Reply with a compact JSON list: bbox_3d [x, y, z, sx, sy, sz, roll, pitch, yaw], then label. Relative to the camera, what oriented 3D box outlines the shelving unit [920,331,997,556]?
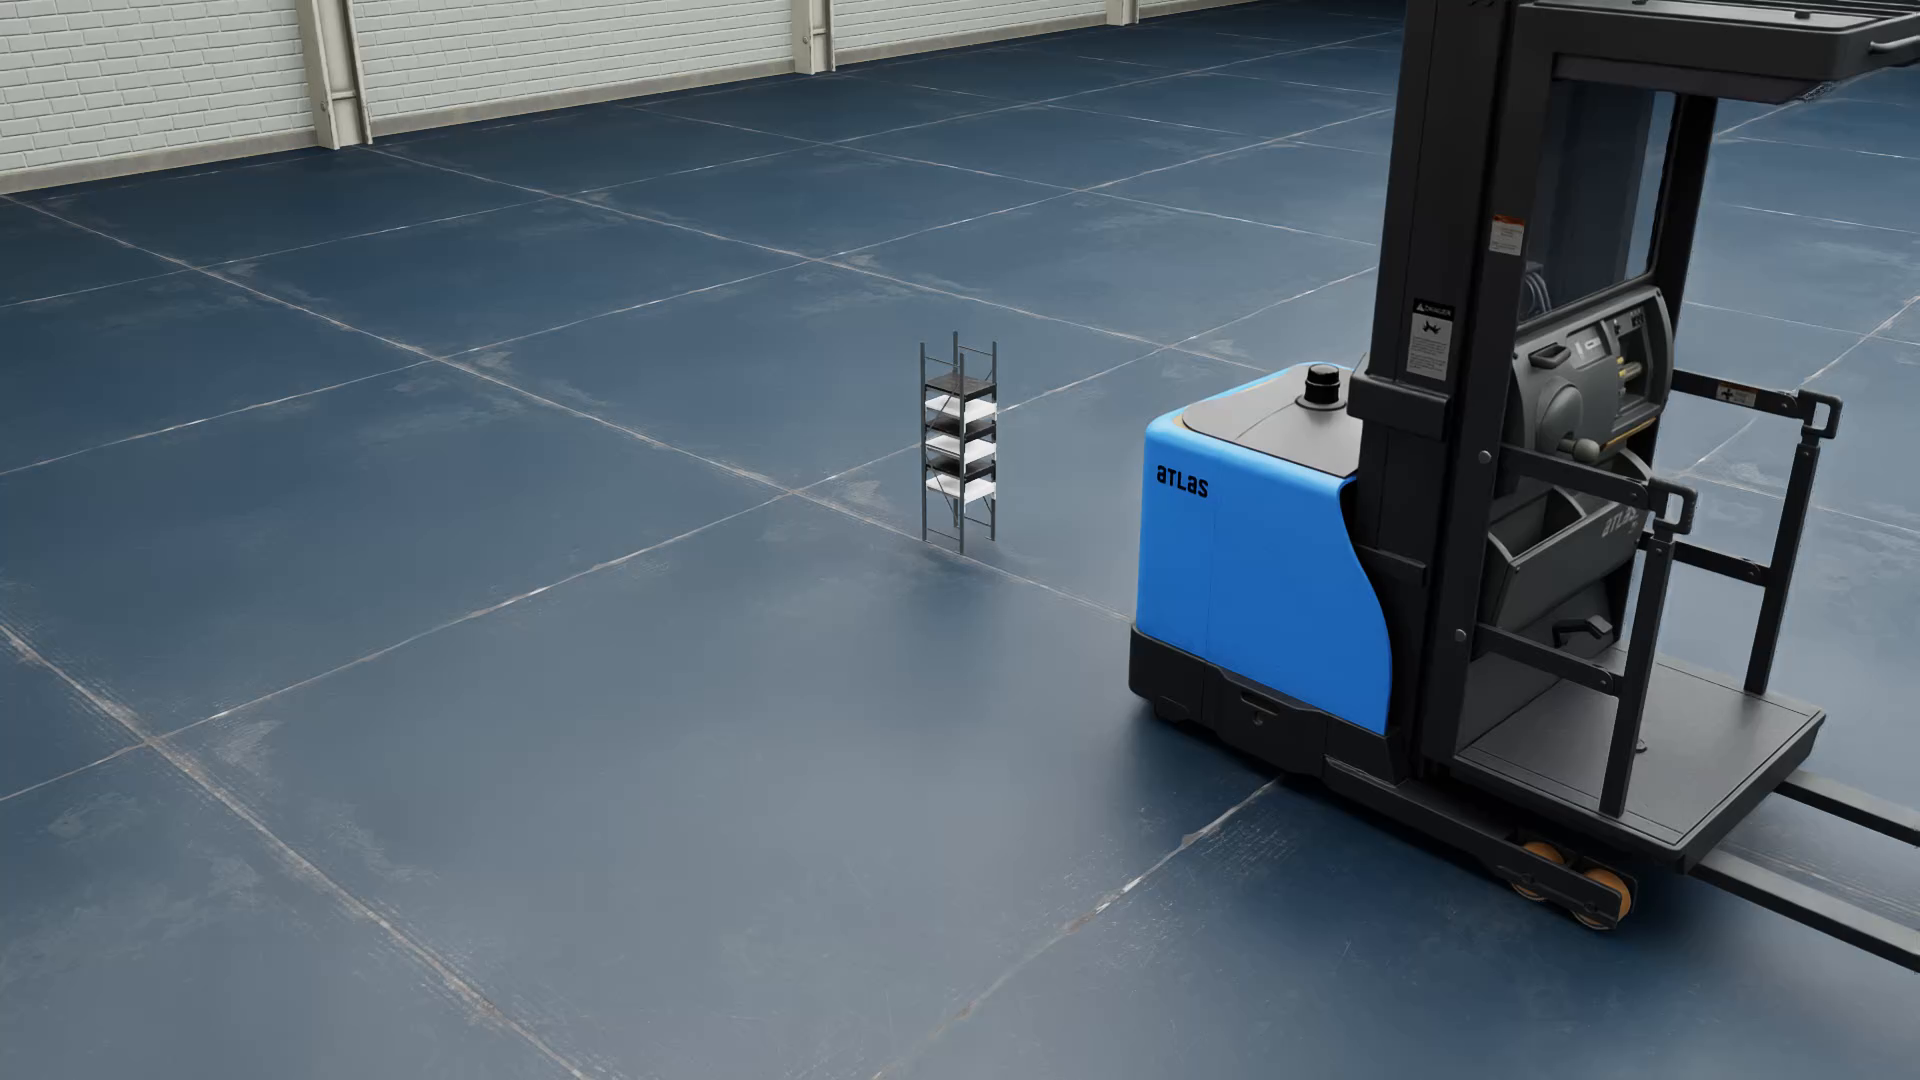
[{"bbox_3d":[-0.005,-0.408,7.060,0.258,0.900,0.210,20,31,38],"label":"shelving unit"}]

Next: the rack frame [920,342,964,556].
[{"bbox_3d":[-0.073,-0.377,6.991,0.240,0.900,0.006,20,31,38],"label":"rack frame"}]

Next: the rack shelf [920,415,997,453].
[{"bbox_3d":[-0.005,-0.460,7.037,0.258,0.077,0.200,20,31,38],"label":"rack shelf"}]

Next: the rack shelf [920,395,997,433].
[{"bbox_3d":[-0.005,-0.542,7.000,0.258,0.077,0.200,20,31,38],"label":"rack shelf"}]

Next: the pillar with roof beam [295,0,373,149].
[{"bbox_3d":[-2.507,-6.609,10.991,9.100,9.000,0.400,20,31,38],"label":"pillar with roof beam"}]

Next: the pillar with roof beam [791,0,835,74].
[{"bbox_3d":[1.497,-8.437,15.068,9.100,9.000,0.400,20,31,38],"label":"pillar with roof beam"}]

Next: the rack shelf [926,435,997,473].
[{"bbox_3d":[-0.005,-0.378,7.074,0.258,0.077,0.200,20,31,38],"label":"rack shelf"}]

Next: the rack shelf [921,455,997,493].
[{"bbox_3d":[-0.005,-0.296,7.111,0.258,0.077,0.200,20,31,38],"label":"rack shelf"}]

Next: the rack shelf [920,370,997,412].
[{"bbox_3d":[-0.005,-0.624,6.964,0.258,0.077,0.200,20,31,38],"label":"rack shelf"}]

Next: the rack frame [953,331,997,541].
[{"bbox_3d":[0.062,-0.439,7.129,0.240,0.900,0.006,20,31,38],"label":"rack frame"}]

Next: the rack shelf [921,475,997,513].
[{"bbox_3d":[-0.005,-0.213,7.148,0.258,0.077,0.200,20,31,38],"label":"rack shelf"}]

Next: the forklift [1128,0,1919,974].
[{"bbox_3d":[1.991,-0.462,4.699,1.130,2.935,3.031,-22,32,-40],"label":"forklift"}]

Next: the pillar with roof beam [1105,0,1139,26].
[{"bbox_3d":[5.502,-10.265,19.145,9.100,9.000,0.400,20,31,38],"label":"pillar with roof beam"}]
